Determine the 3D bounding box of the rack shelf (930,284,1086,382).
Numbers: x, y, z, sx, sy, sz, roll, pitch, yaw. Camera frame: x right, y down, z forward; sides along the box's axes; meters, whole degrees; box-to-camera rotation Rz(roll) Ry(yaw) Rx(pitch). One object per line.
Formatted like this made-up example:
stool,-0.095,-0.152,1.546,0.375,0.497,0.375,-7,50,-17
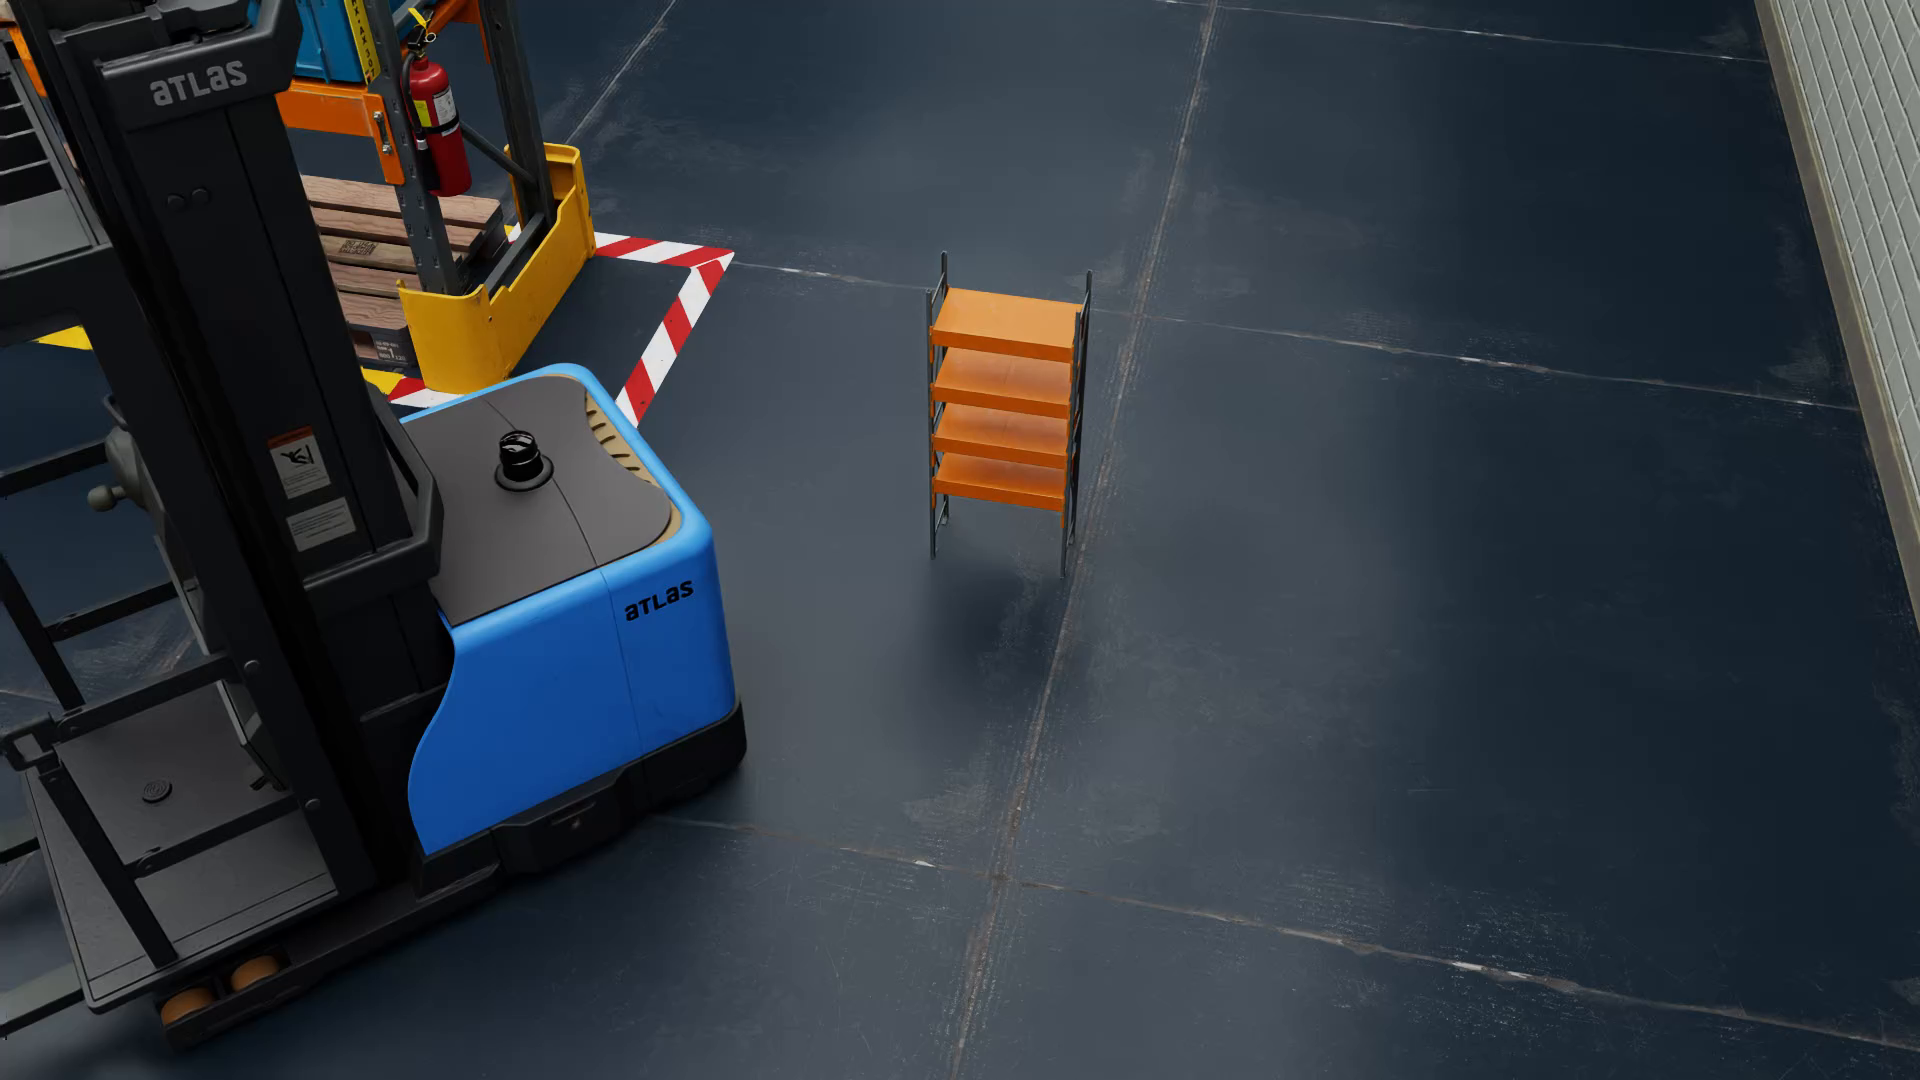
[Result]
rack shelf,0.162,-0.690,5.535,0.480,0.148,0.258,9,45,9

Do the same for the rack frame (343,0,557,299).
rack frame,-1.977,-2.073,6.241,0.127,3.000,1.000,9,45,9

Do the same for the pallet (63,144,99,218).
pallet,-3.960,-1.406,7.558,1.213,0.211,1.003,9,45,9

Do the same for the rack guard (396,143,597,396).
rack guard,-1.950,-1.178,7.113,0.348,0.500,1.175,9,45,9

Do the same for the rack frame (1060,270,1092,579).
rack frame,0.400,-0.370,5.769,0.015,1.200,0.240,9,45,9

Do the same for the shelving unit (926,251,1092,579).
shelving unit,0.162,-0.407,5.808,0.503,1.200,0.258,9,45,9

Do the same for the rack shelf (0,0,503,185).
rack shelf,-3.928,-2.117,6.805,4.000,0.370,1.077,9,45,9

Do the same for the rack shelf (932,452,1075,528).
rack shelf,0.162,-0.216,5.992,0.480,0.148,0.258,9,45,9

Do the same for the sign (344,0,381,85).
sign,-2.081,-1.757,5.795,0.005,0.325,0.100,9,45,9

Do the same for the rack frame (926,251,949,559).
rack frame,-0.077,-0.444,5.846,0.015,1.200,0.240,9,45,9

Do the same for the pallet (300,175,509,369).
pallet,-2.773,-1.220,7.365,1.213,0.211,1.003,9,45,9

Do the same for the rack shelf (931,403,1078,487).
rack shelf,0.162,-0.359,5.855,0.480,0.148,0.258,9,45,9

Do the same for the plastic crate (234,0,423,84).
plastic crate,-2.344,-2.032,6.129,0.499,0.435,0.616,9,45,9

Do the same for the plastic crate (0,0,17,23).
plastic crate,-3.662,-2.112,6.429,0.250,0.136,0.298,9,45,9

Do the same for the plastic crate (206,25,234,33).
plastic crate,-2.812,-2.001,6.313,0.243,0.136,0.396,9,45,9

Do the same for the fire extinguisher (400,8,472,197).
fire extinguisher,-1.929,-1.581,6.054,0.183,0.674,0.296,9,45,9

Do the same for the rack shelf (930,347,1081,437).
rack shelf,0.162,-0.520,5.699,0.480,0.148,0.258,9,45,9

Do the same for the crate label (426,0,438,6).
crate label,-2.146,-2.295,6.549,0.303,0.233,0.416,9,45,9

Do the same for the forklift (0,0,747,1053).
forklift,-2.213,-0.038,4.176,3.031,2.935,1.130,-24,49,-23
